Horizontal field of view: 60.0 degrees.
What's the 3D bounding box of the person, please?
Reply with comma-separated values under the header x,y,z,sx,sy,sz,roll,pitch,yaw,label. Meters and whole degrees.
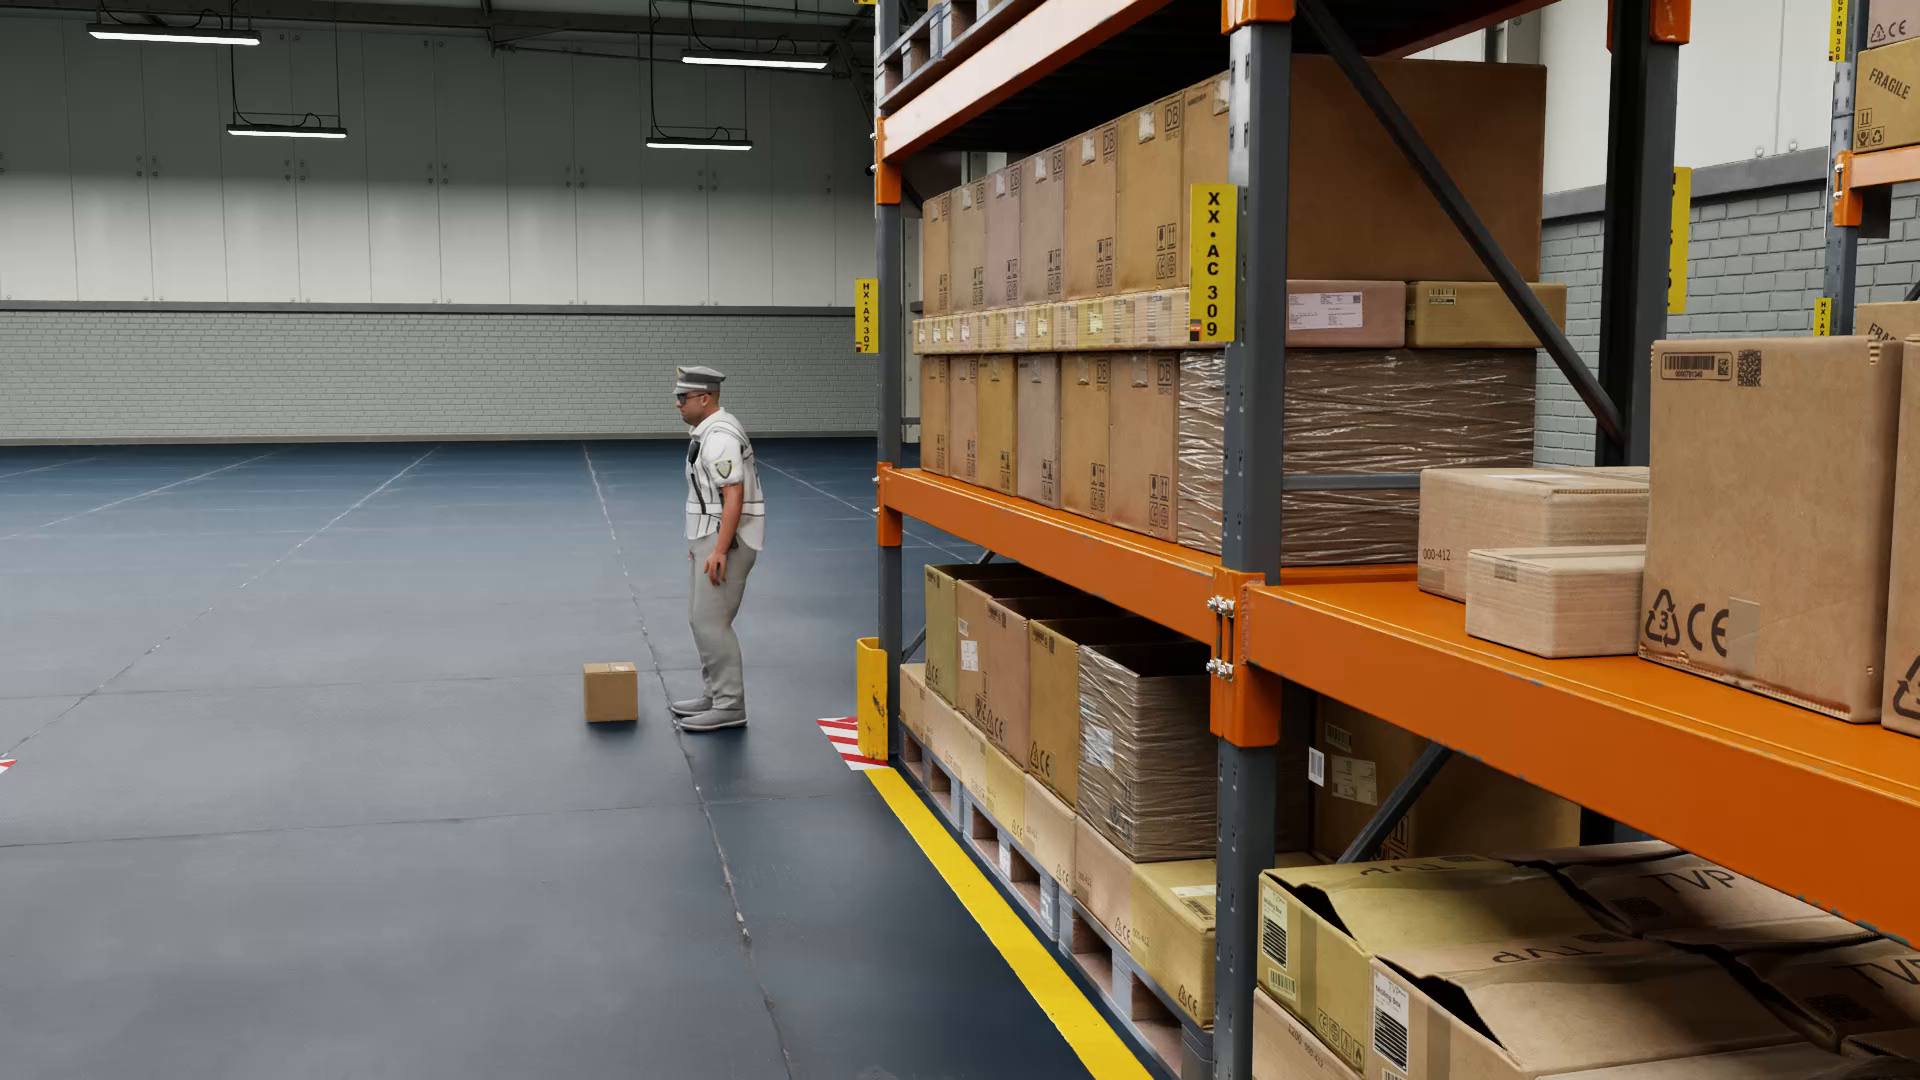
x,y,z,sx,sy,sz,roll,pitch,yaw,label
-1.186,0.030,8.128,0.432,1.748,0.597,-2,6,-15,person
